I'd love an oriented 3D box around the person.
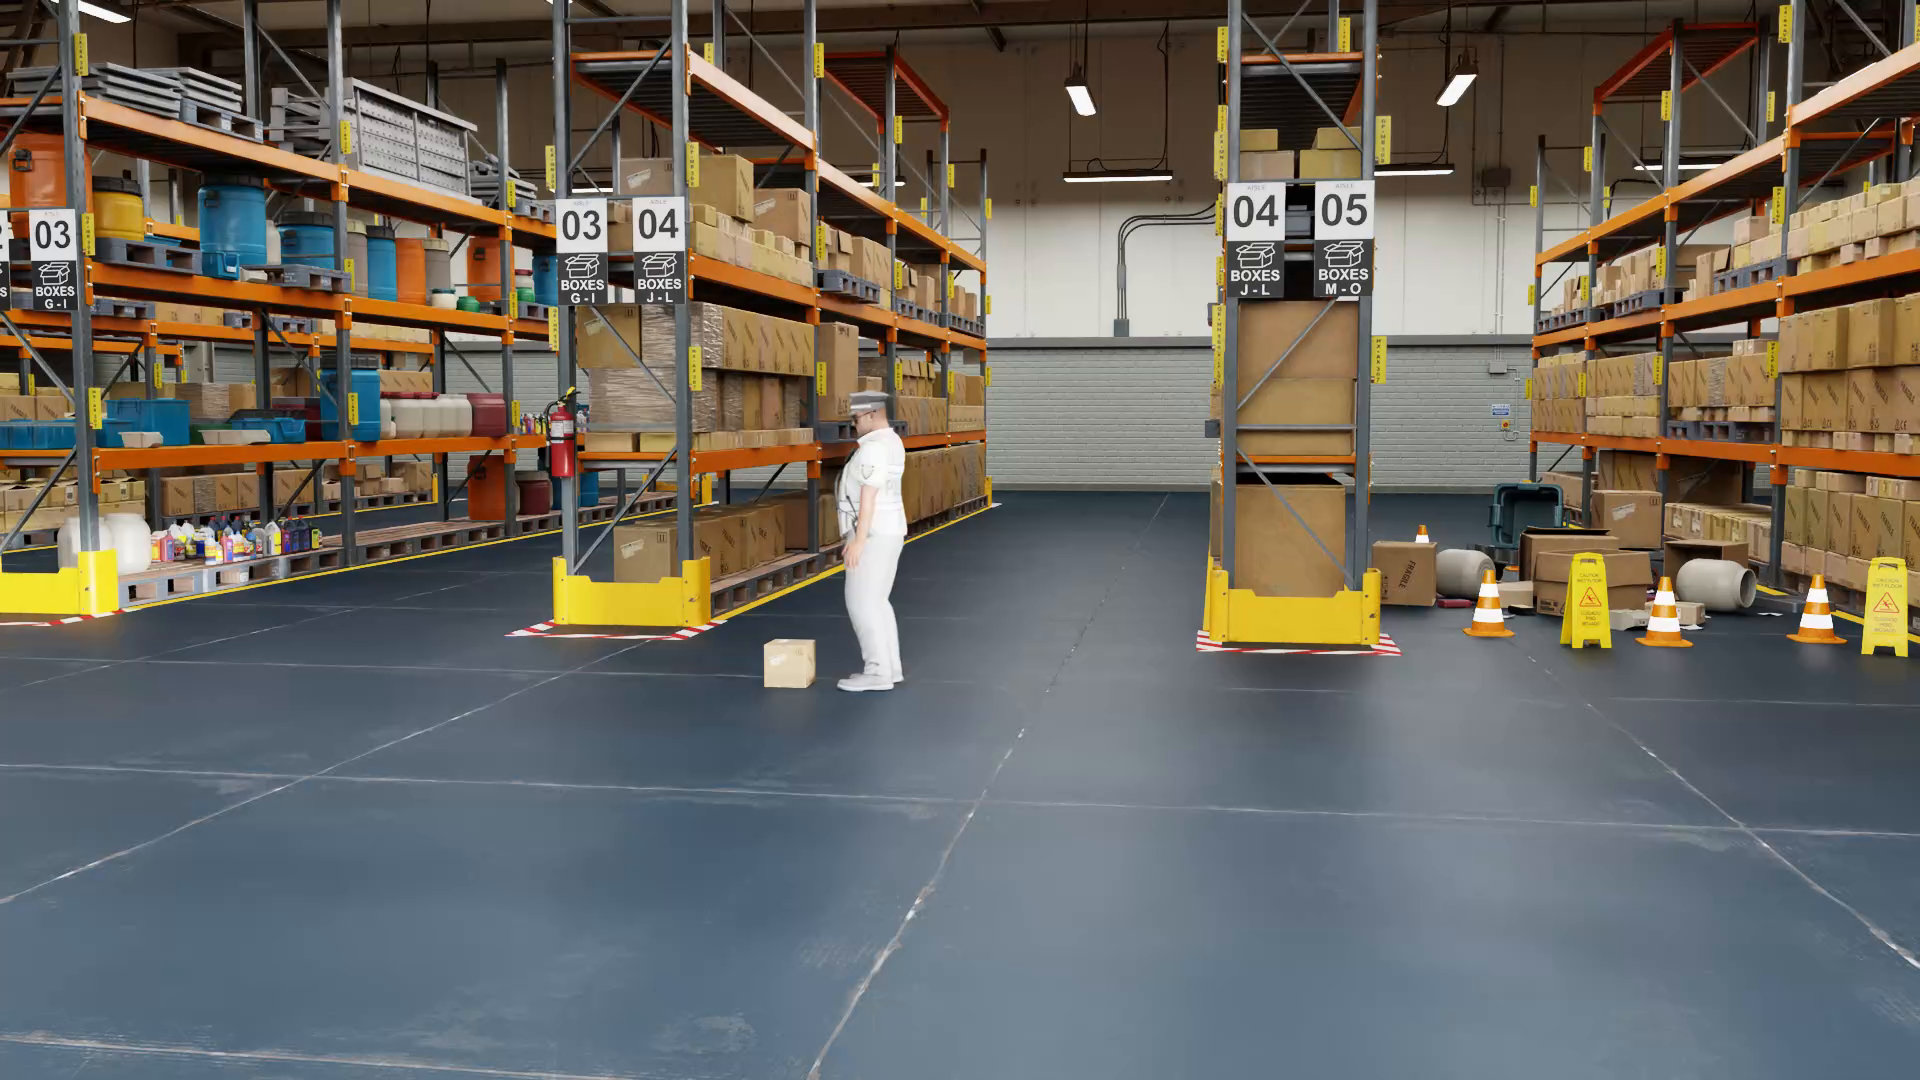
[{"bbox_3d":[-0.517,0.003,9.700,0.391,1.746,0.530,1,4,10],"label":"person"}]
